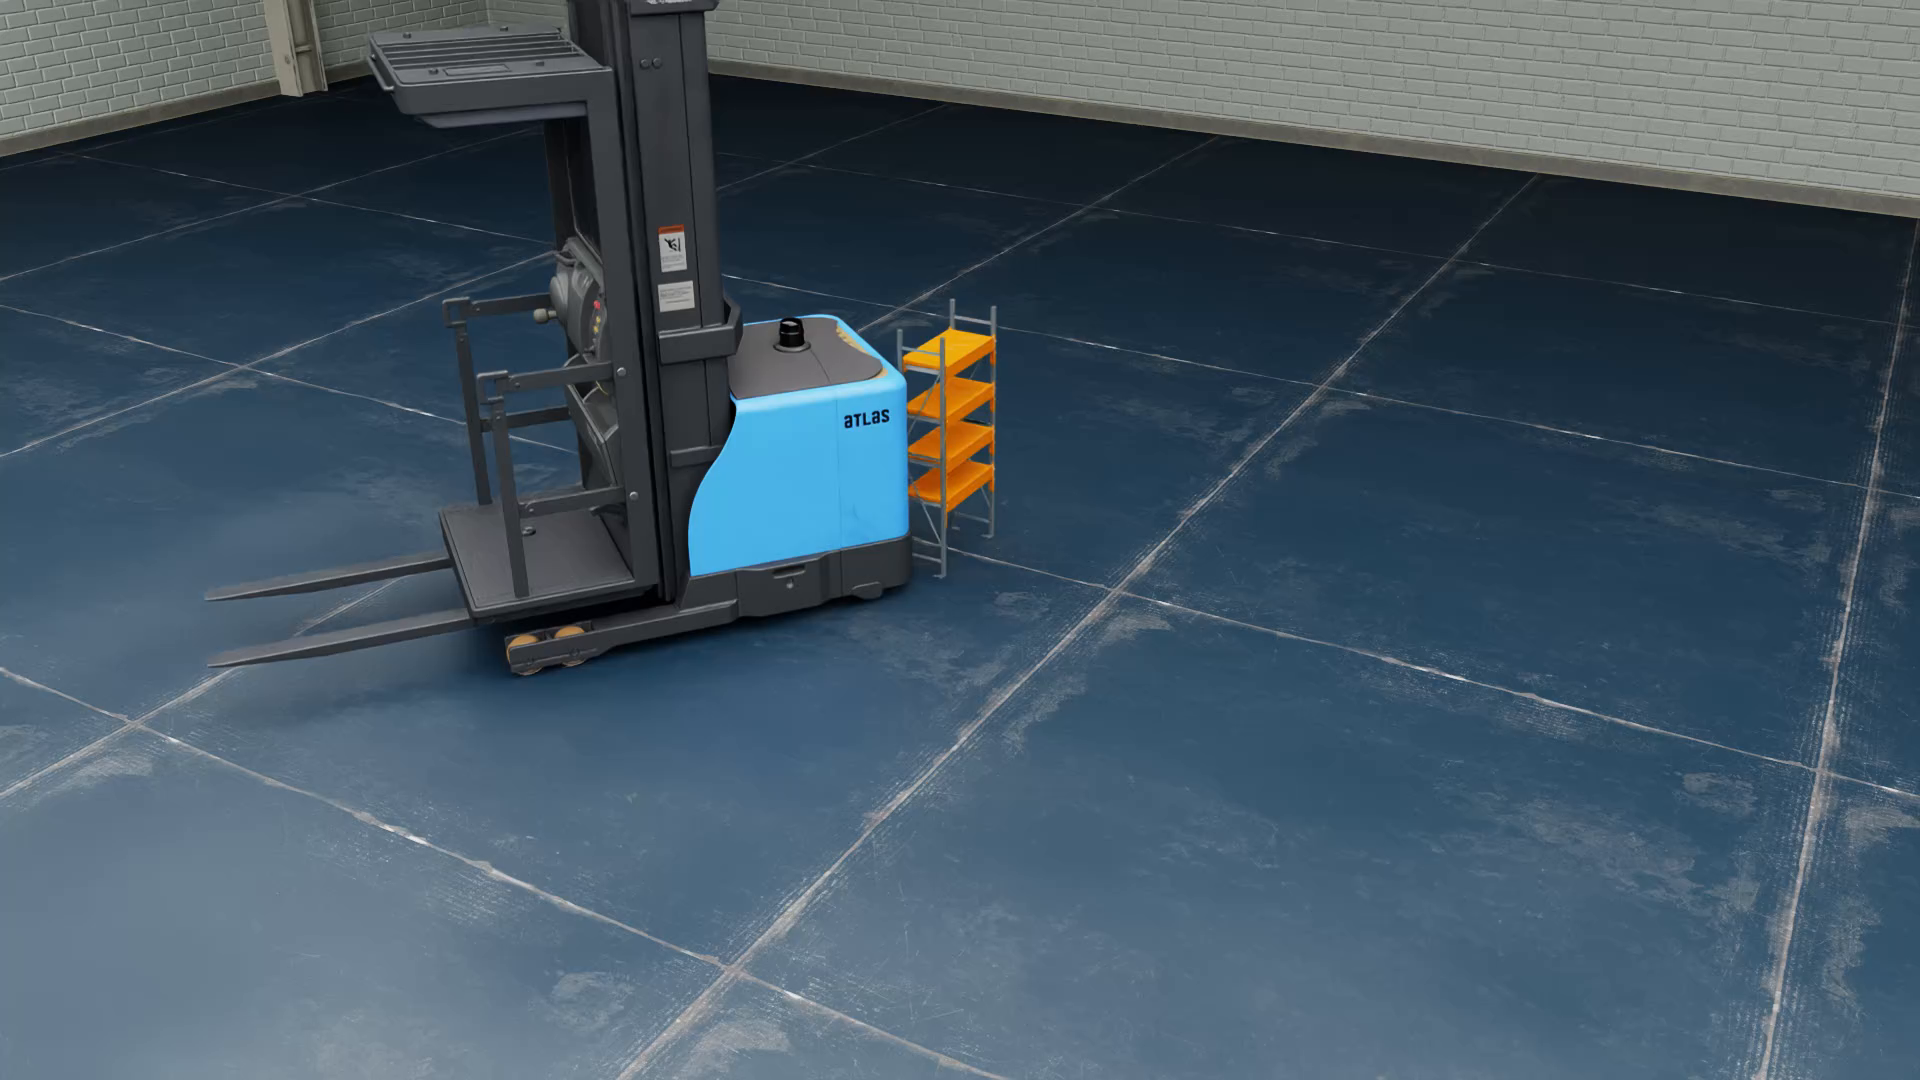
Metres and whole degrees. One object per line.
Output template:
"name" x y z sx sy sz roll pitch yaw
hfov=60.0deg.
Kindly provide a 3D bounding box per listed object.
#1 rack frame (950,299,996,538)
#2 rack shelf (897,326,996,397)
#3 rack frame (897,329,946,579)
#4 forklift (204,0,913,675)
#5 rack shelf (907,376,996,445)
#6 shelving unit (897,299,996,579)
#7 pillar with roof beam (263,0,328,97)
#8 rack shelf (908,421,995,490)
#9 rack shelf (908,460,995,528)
"rack frame" 0.061 -0.574 8.056 0.240 1.200 0.015 14 30 25
"rack shelf" -0.056 -0.830 7.689 0.258 0.148 0.480 14 30 25
"rack frame" -0.174 -0.382 7.673 0.240 1.200 0.015 14 30 25
"forklift" -1.787 -1.003 6.980 3.031 2.935 1.130 -11 29 -21
"rack shelf" -0.056 -0.618 7.795 0.258 0.148 0.480 14 30 25
"shelving unit" -0.056 -0.478 7.865 0.258 1.200 0.503 14 30 25
"pillar with roof beam" -3.299 -7.890 13.958 9.100 9.000 0.400 14 30 26
"rack shelf" -0.056 -0.418 7.895 0.258 0.148 0.480 14 30 25
"rack shelf" -0.056 -0.240 7.984 0.258 0.148 0.480 14 30 25
